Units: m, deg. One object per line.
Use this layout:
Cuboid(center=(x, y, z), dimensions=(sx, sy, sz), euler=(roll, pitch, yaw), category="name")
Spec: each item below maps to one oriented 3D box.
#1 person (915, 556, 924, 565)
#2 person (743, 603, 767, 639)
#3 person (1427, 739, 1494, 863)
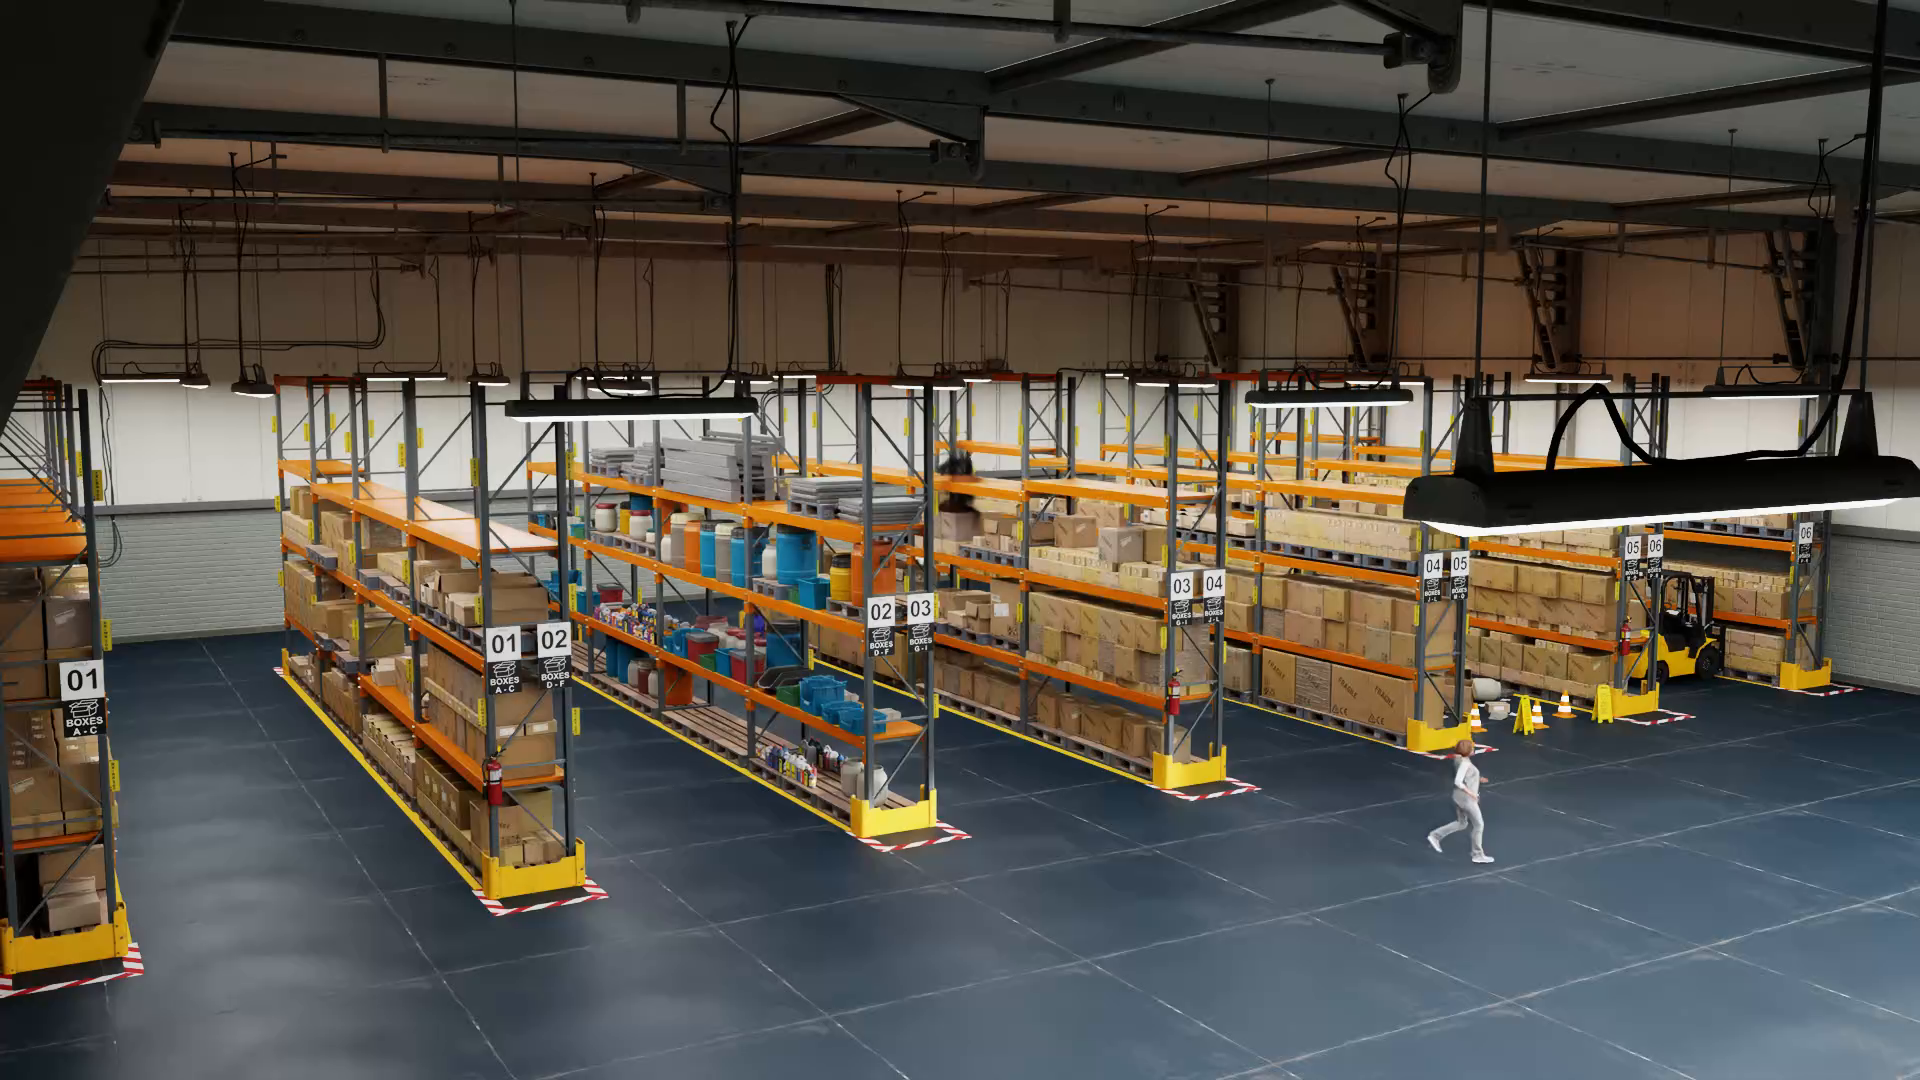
Cuboid(center=(-1.135, 0.947, 41.394), dimensions=(0.674, 1.763, 0.670), euler=(6, 9, 43), category="person")
Cuboid(center=(-3.937, 2.068, 32.036), dimensions=(0.588, 1.565, 0.908), euler=(-4, 7, -33), category="person")
Cuboid(center=(6.299, 3.313, 20.841), dimensions=(0.822, 1.479, 0.547), euler=(0, 6, 1), category="person")
